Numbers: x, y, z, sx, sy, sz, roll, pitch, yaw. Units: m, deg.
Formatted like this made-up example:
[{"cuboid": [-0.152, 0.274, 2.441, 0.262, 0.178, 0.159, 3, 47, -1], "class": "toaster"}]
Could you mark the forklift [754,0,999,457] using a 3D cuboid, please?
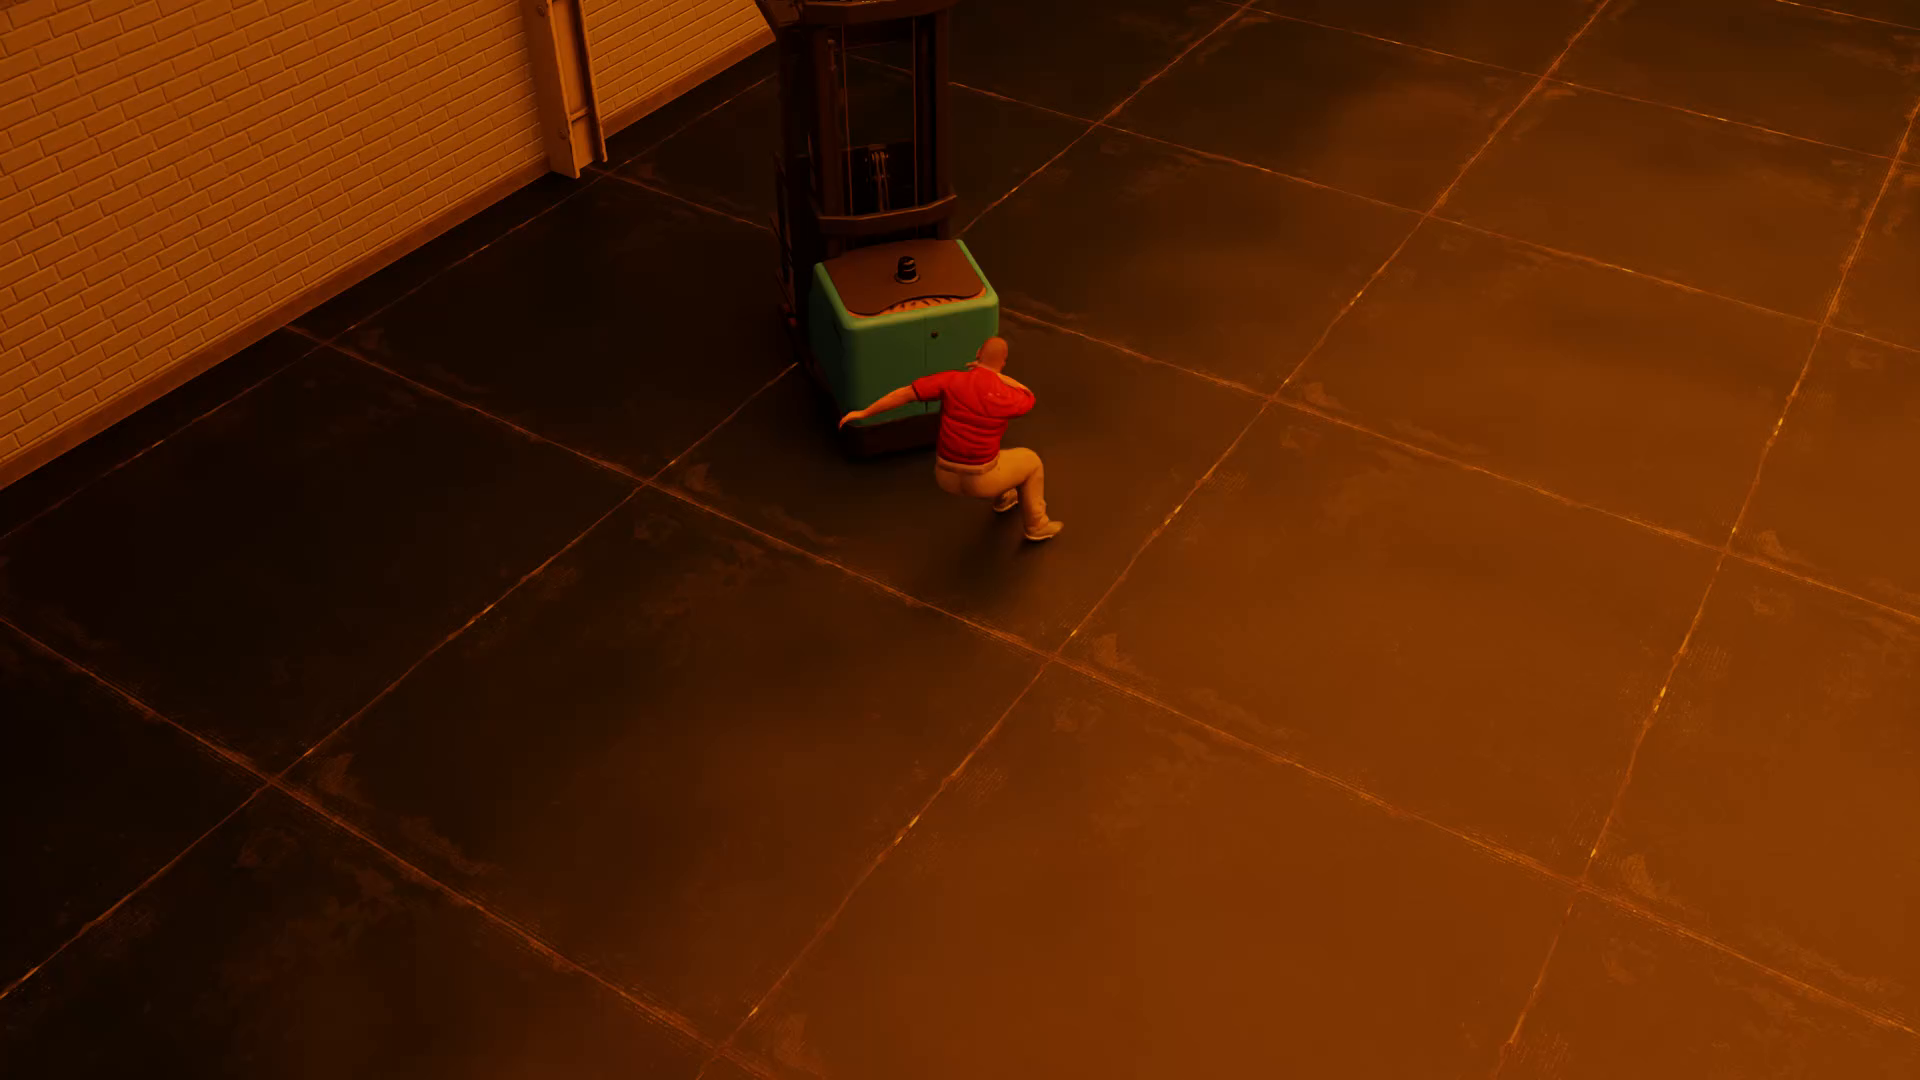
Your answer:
[{"cuboid": [-0.681, -2.618, 11.057, 1.130, 2.935, 3.031, -12, 42, -14], "class": "forklift"}]

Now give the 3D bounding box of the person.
[{"cuboid": [0.010, -0.603, 9.907, 1.215, 1.447, 0.938, 13, 42, 15], "class": "person"}]
